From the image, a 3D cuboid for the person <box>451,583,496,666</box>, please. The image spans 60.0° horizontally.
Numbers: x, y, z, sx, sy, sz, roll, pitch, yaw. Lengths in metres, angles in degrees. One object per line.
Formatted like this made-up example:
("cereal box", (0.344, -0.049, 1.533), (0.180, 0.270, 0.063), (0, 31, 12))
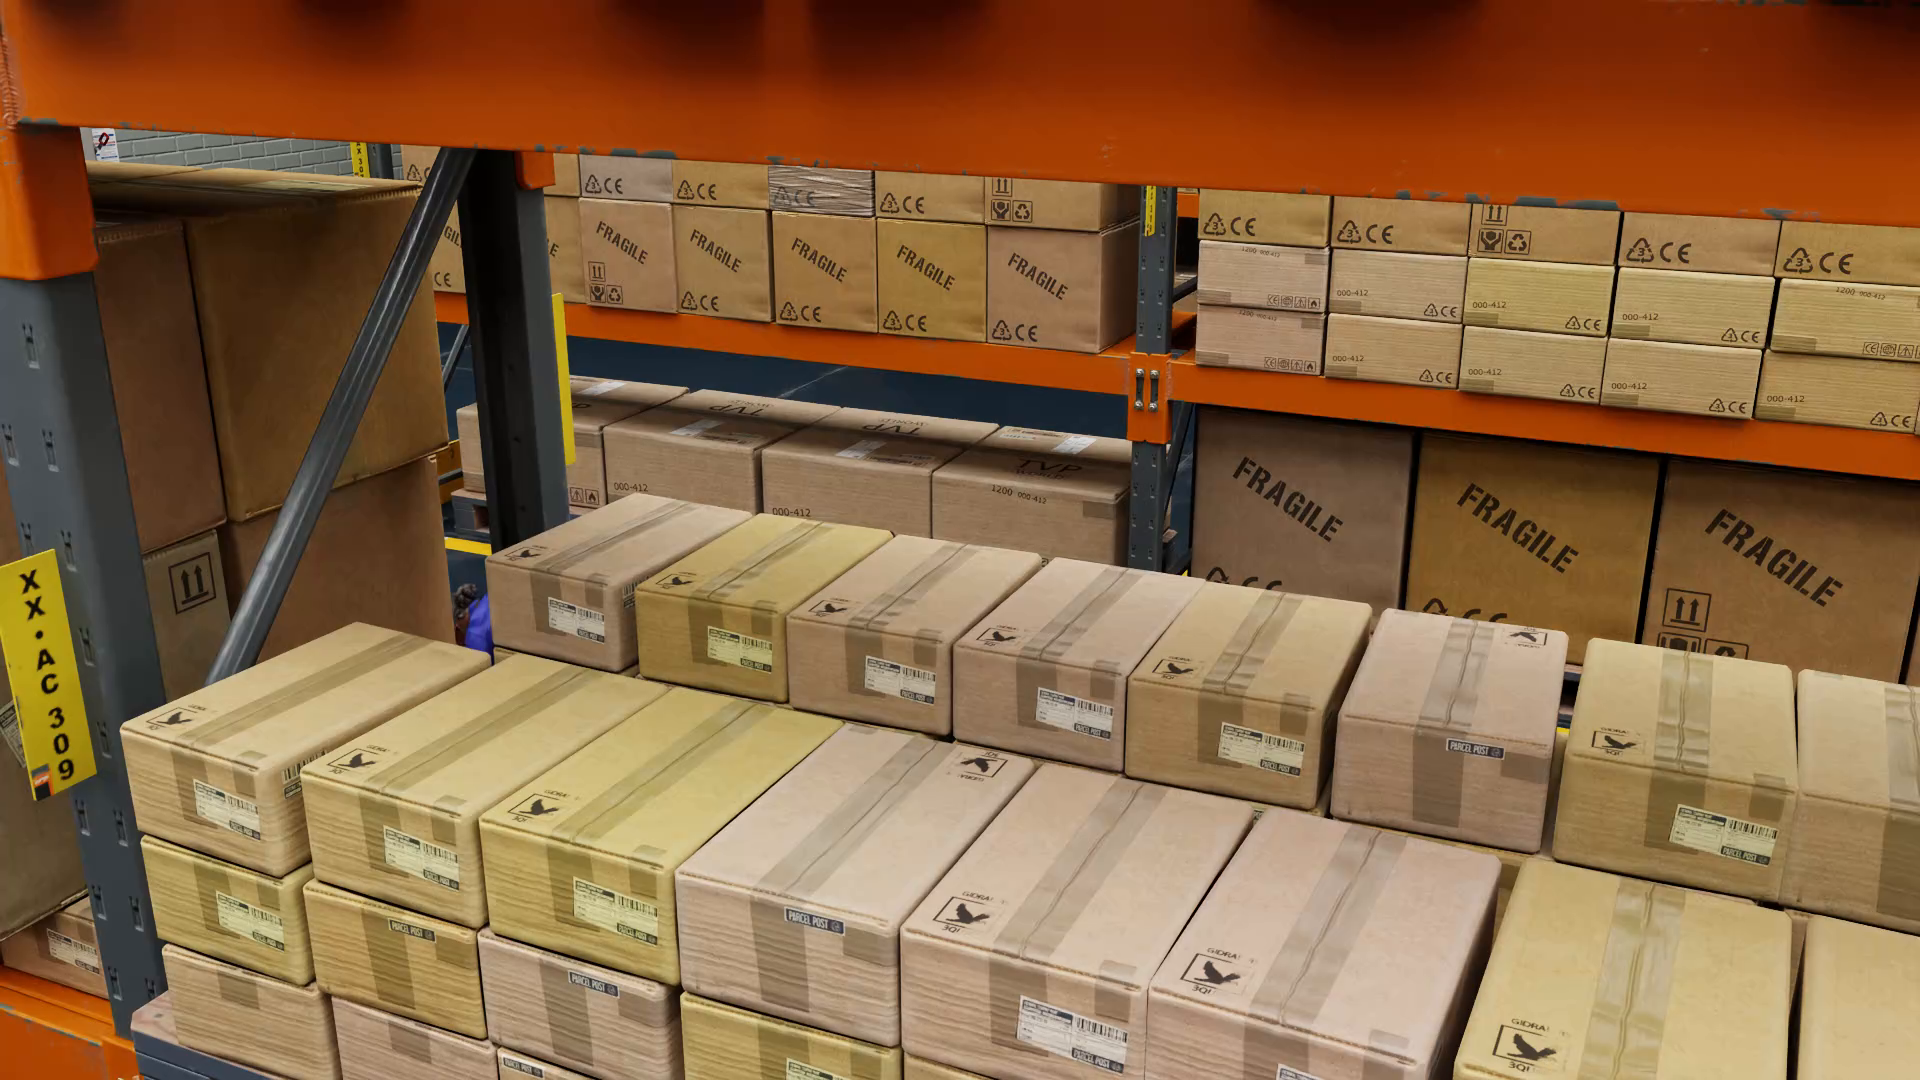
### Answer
("person", (-1.471, 0.508, 5.823), (0.864, 0.864, 0.458), (7, 20, 20))
